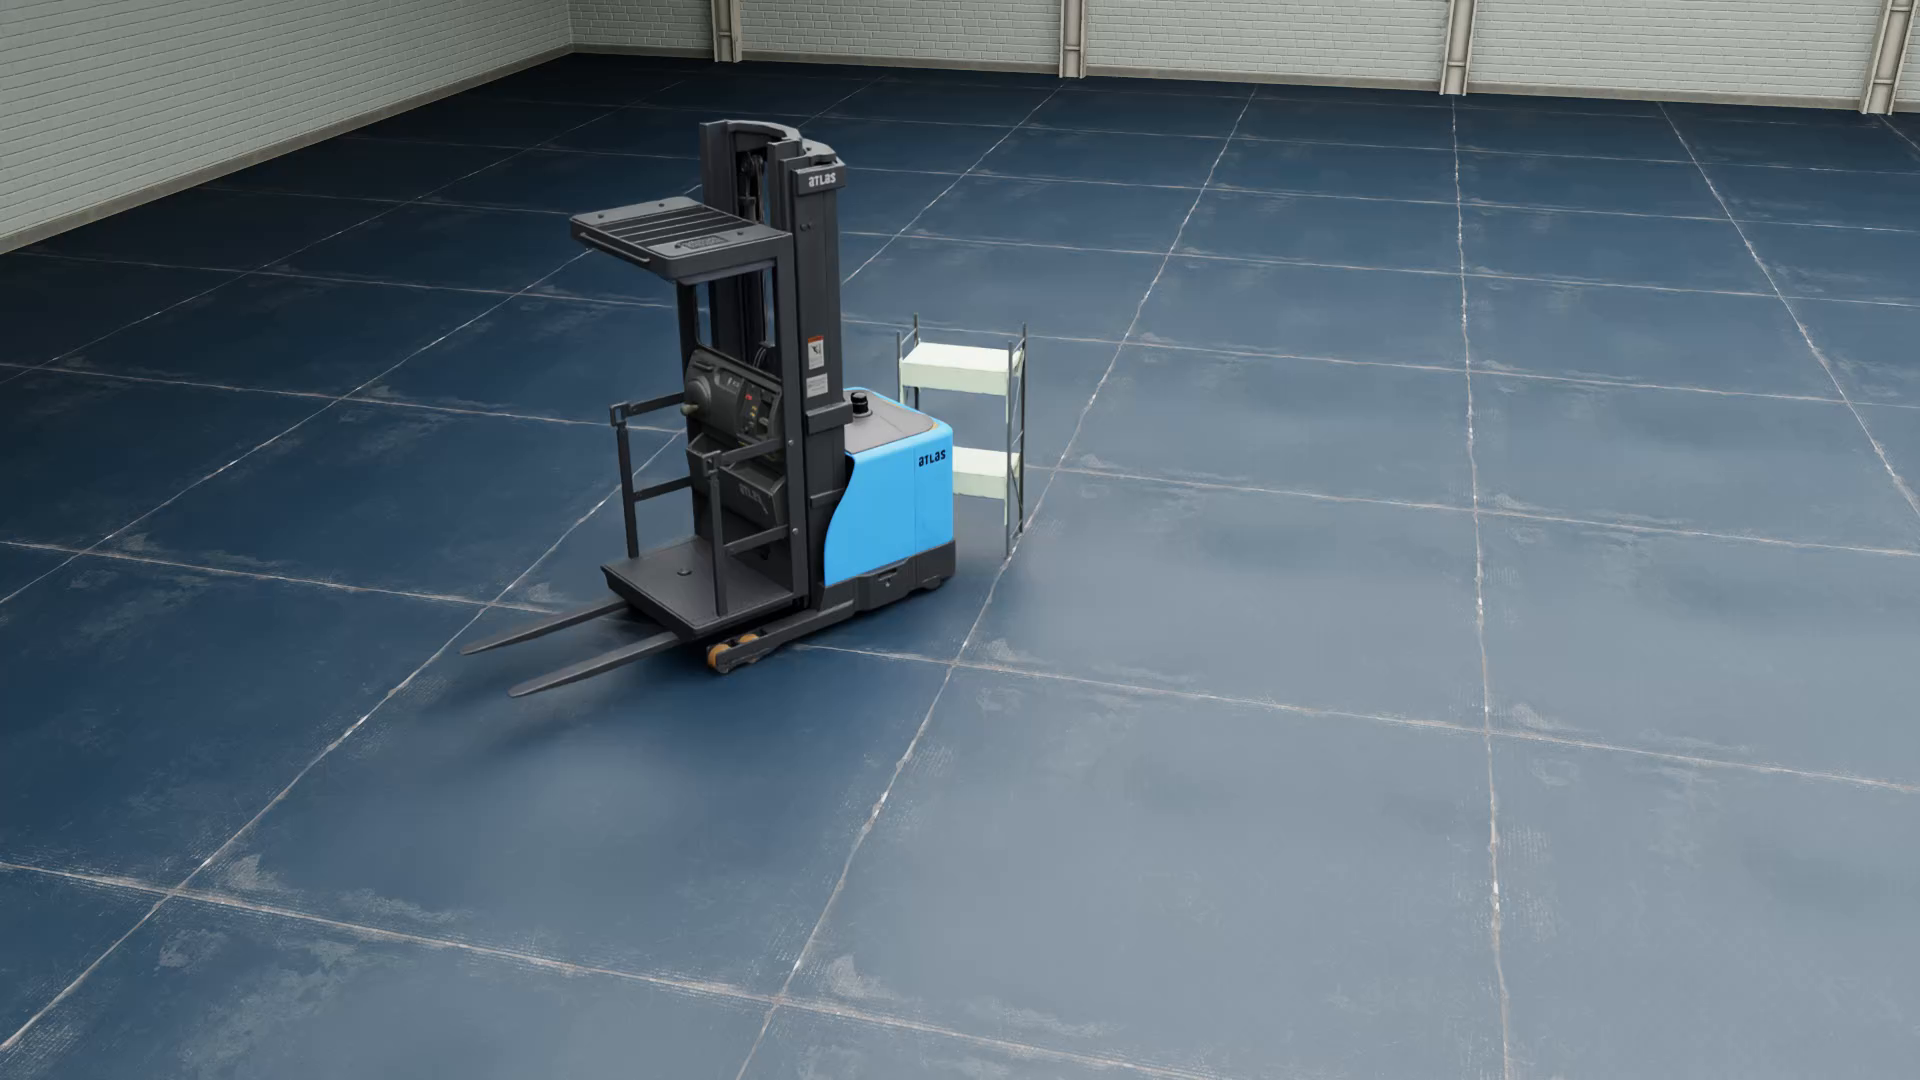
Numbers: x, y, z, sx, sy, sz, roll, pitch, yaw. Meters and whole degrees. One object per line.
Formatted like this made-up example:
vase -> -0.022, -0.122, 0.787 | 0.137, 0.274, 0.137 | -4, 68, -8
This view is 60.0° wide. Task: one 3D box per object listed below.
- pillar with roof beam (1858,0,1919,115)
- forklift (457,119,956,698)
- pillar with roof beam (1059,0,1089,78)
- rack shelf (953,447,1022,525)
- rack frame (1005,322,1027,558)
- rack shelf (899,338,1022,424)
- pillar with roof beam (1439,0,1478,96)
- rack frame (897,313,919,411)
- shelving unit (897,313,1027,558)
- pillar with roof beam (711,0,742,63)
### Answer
pillar with roof beam -> 12.390, -8.568, 18.778 | 0.400, 9.000, 9.100 | 6, 26, 13
forklift -> -1.479, -0.807, 9.535 | 3.031, 2.935, 1.130 | -20, 32, -36
pillar with roof beam -> 0.768, -9.853, 21.477 | 0.400, 9.000, 9.100 | 6, 26, 13
rack shelf -> 0.015, -0.389, 11.081 | 0.720, 0.370, 0.431 | 7, 26, 14
rack frame -> 0.367, -0.640, 10.850 | 0.023, 1.500, 0.400 | 7, 26, 14
rack shelf -> 0.015, -1.036, 10.773 | 0.720, 0.370, 0.431 | 7, 26, 14
pillar with roof beam -> 6.579, -9.210, 20.128 | 0.400, 9.000, 9.100 | 6, 26, 13
rack frame -> -0.337, -0.727, 11.031 | 0.023, 1.500, 0.400 | 7, 26, 14
shelving unit -> 0.015, -0.683, 10.941 | 0.755, 1.500, 0.431 | 7, 26, 14
pillar with roof beam -> -5.043, -10.495, 22.826 | 0.400, 9.000, 9.100 | 6, 26, 13
